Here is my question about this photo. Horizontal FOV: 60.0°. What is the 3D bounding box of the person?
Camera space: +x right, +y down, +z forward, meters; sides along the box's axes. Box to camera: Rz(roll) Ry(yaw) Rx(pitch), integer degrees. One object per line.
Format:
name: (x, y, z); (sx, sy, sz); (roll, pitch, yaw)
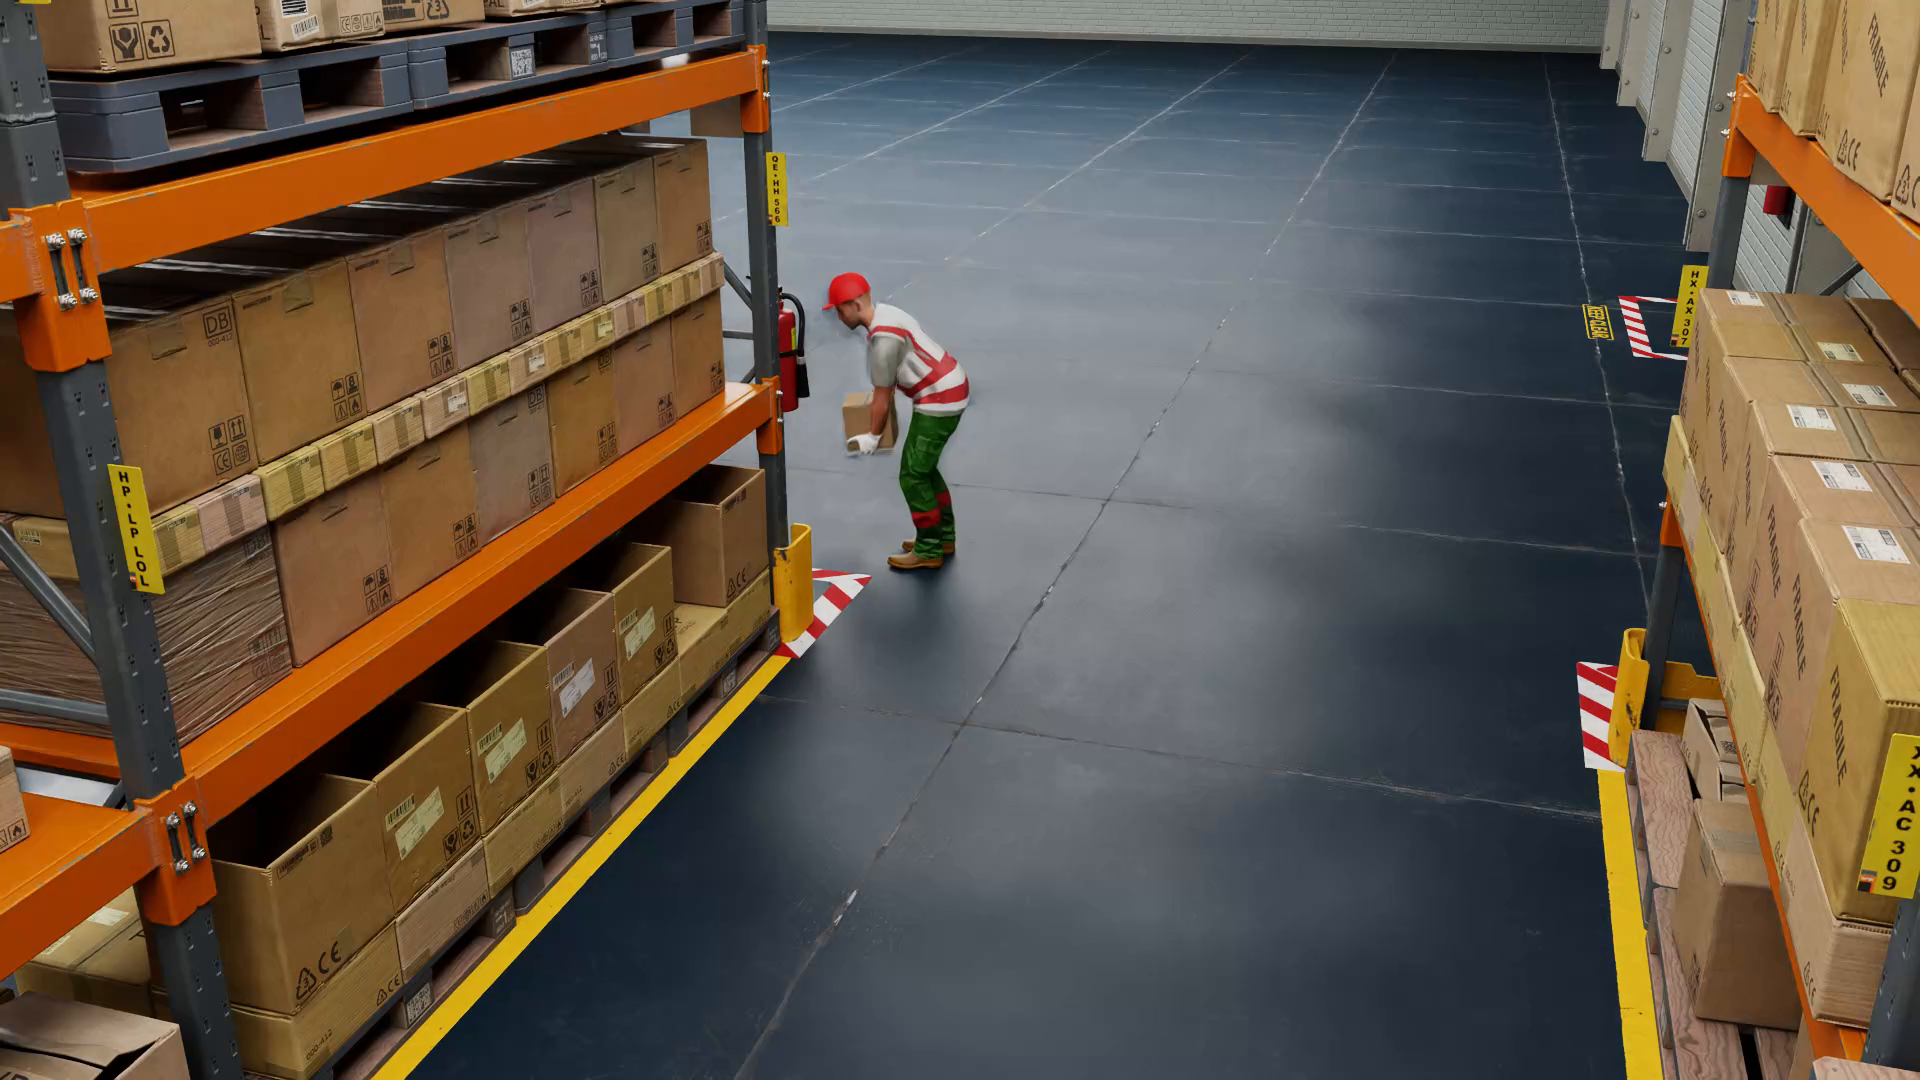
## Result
person: (-0.336, -0.640, 8.912); (0.773, 1.600, 0.472); (1, 22, 3)
